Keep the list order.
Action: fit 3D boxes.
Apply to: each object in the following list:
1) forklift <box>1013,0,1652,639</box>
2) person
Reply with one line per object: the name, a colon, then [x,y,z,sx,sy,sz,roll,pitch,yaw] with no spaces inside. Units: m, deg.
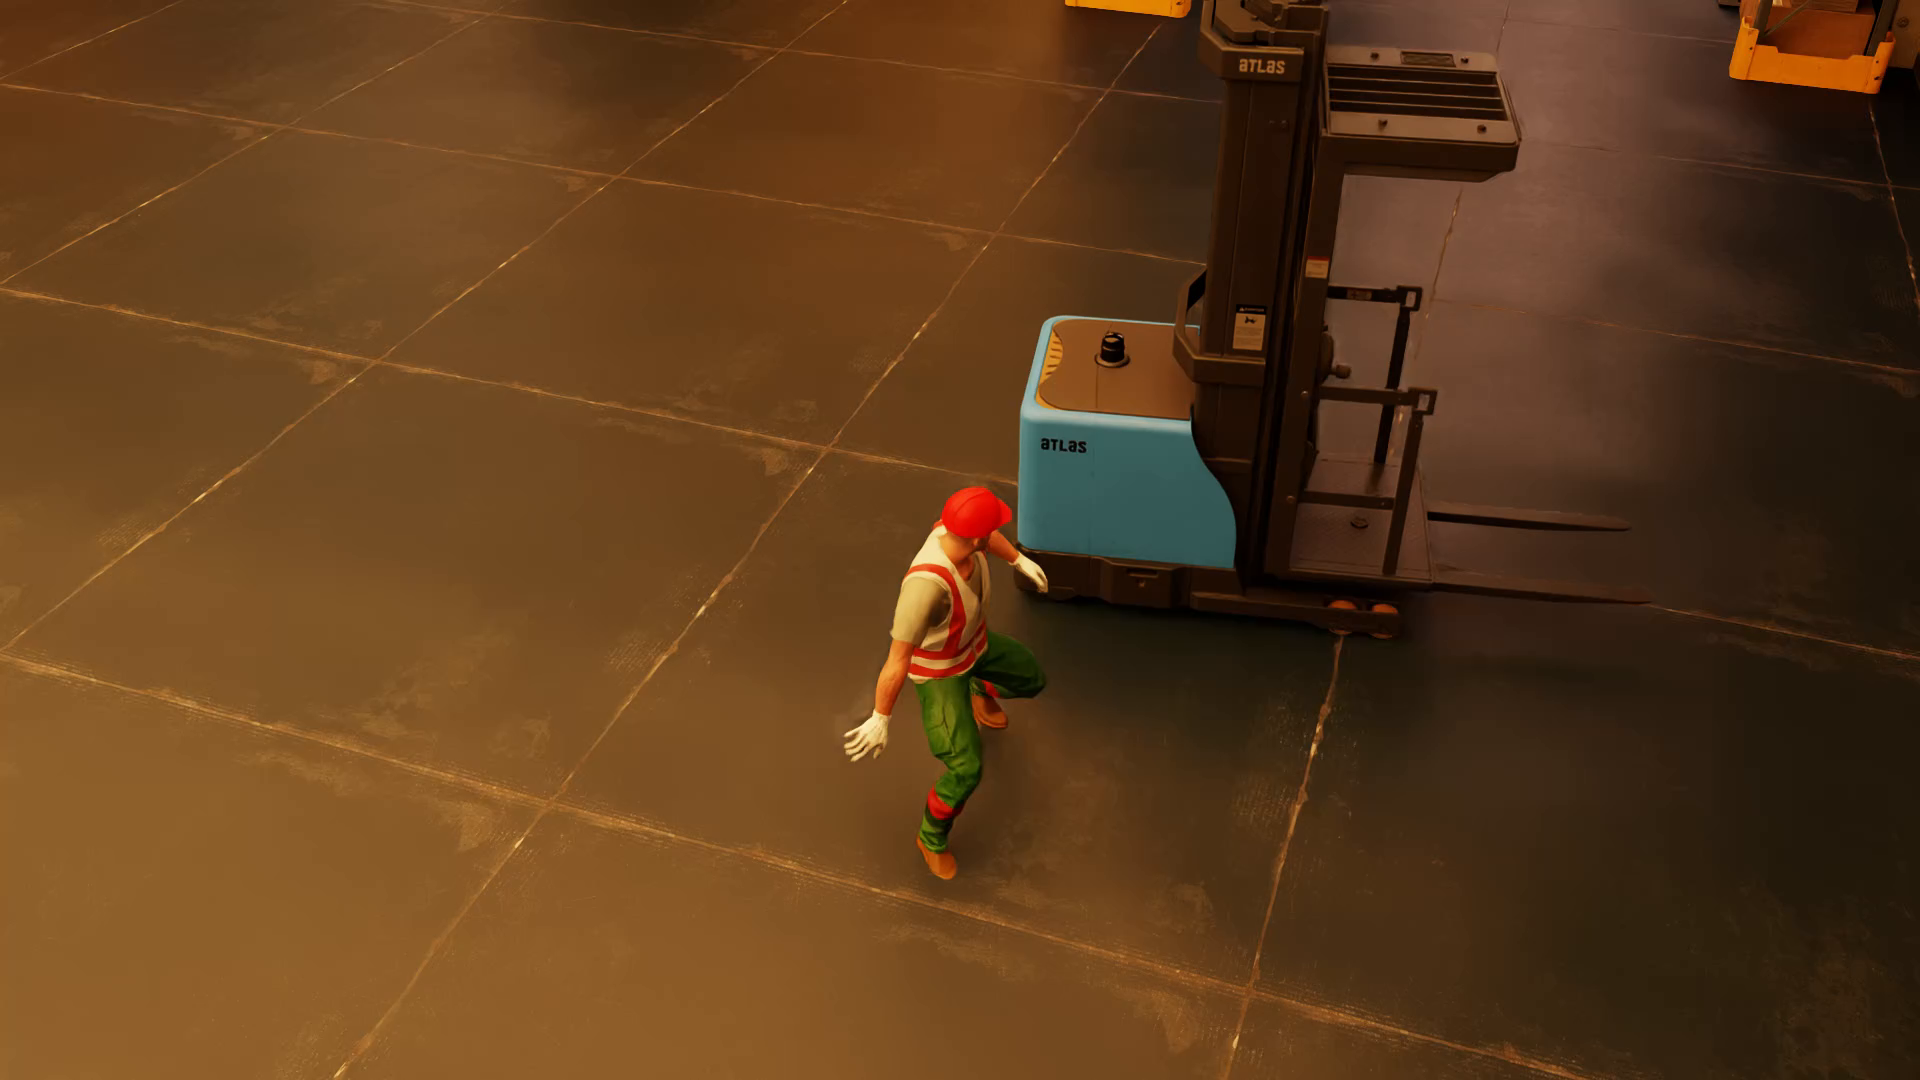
forklift: [1.829,-1.054,7.598,3.031,2.935,1.130,5,36,8]
person: [-0.034,0.500,6.590,0.511,1.663,1.189,18,39,23]
